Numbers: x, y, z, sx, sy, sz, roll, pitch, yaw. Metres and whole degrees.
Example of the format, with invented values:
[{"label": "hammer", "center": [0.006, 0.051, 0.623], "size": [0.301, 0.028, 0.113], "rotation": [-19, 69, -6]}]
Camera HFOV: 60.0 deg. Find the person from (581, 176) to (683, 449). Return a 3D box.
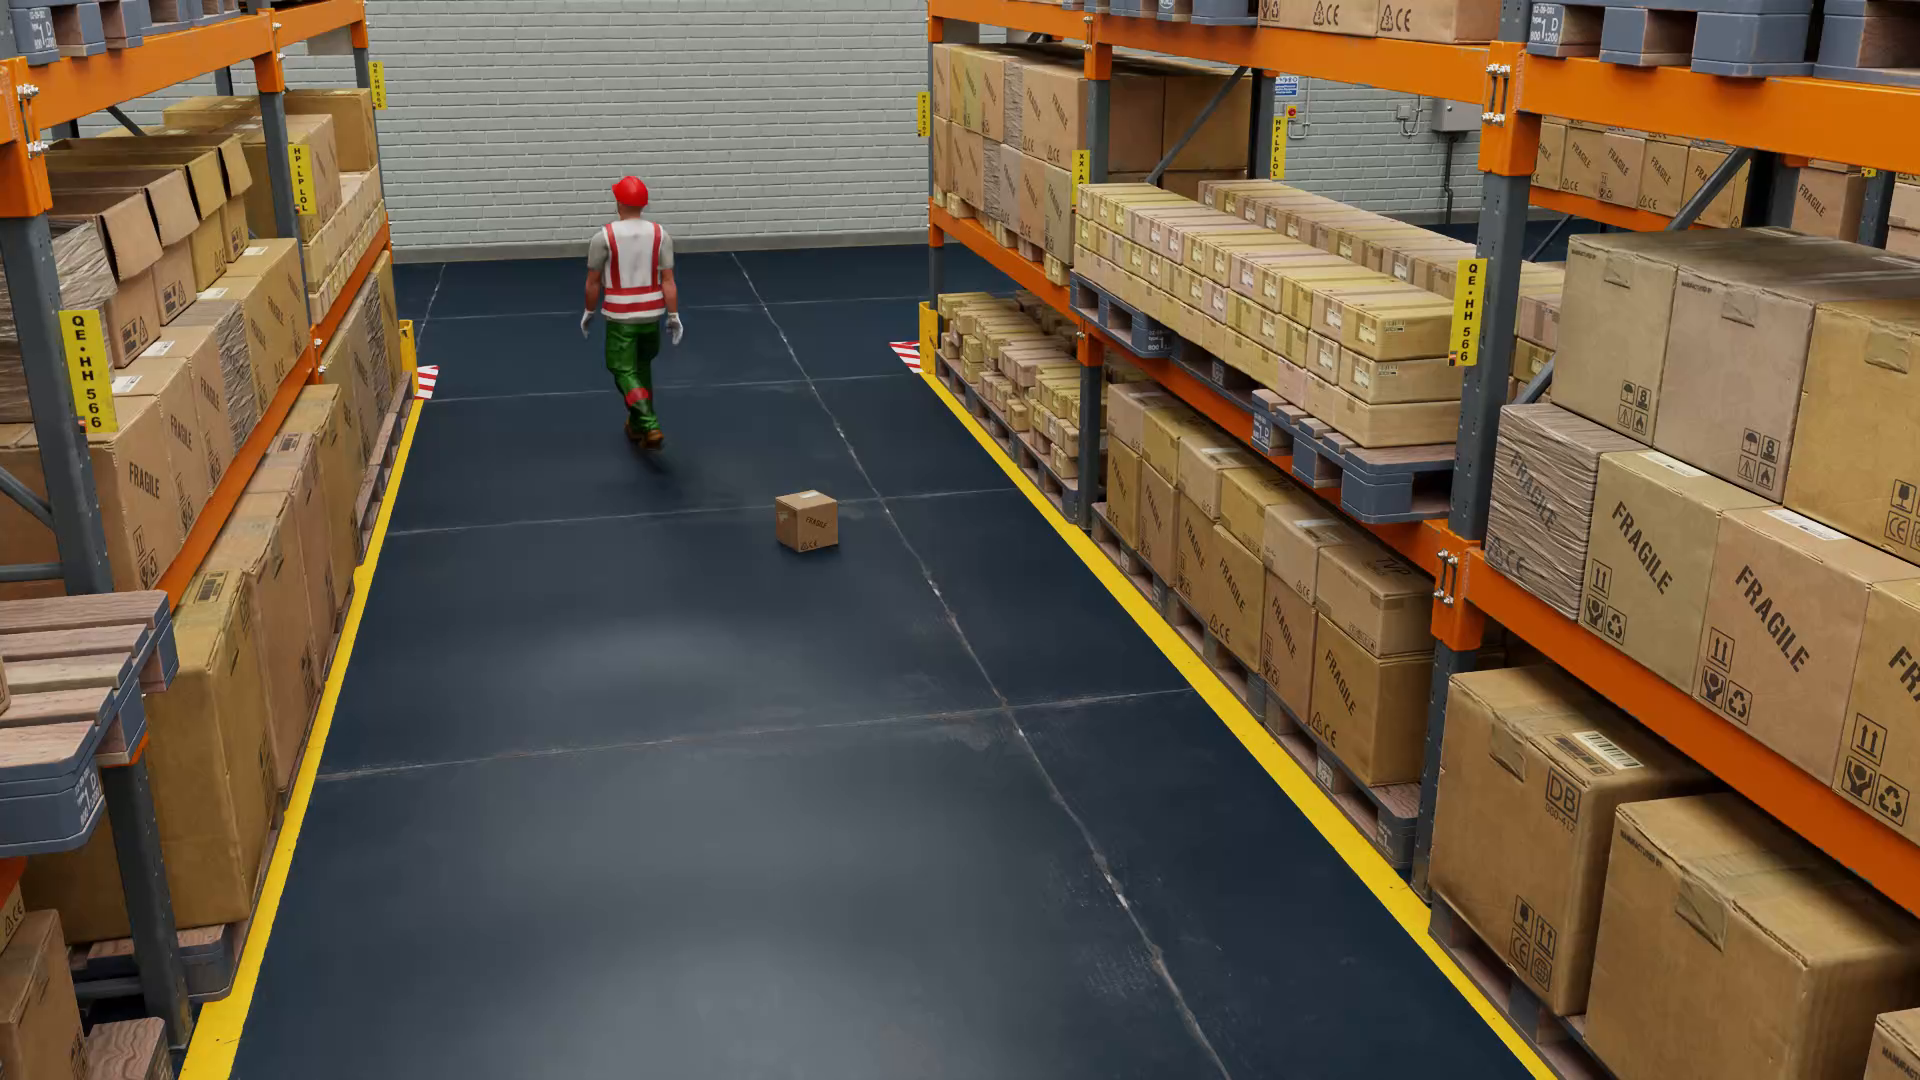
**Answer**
[{"label": "person", "center": [-2.094, -1.427, 10.582], "size": [0.586, 1.756, 0.949], "rotation": [-11, 22, -28]}]
